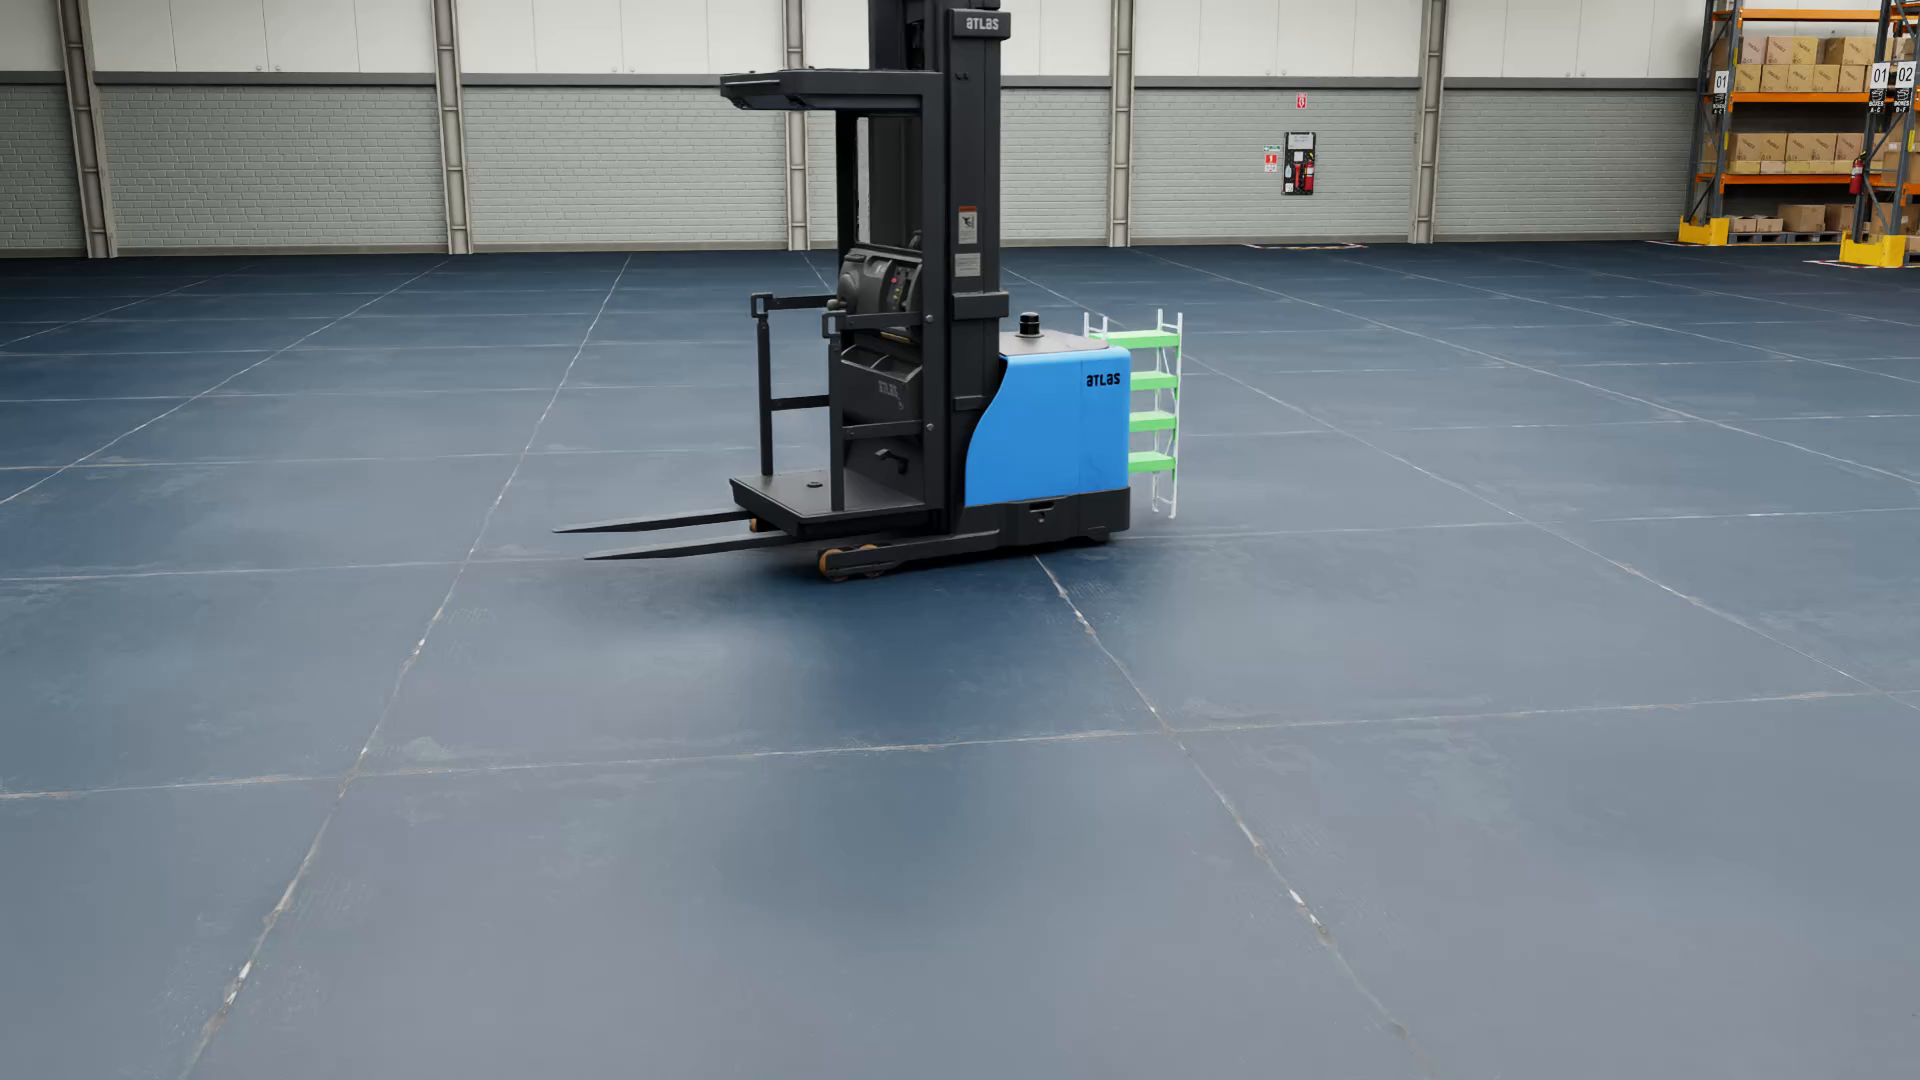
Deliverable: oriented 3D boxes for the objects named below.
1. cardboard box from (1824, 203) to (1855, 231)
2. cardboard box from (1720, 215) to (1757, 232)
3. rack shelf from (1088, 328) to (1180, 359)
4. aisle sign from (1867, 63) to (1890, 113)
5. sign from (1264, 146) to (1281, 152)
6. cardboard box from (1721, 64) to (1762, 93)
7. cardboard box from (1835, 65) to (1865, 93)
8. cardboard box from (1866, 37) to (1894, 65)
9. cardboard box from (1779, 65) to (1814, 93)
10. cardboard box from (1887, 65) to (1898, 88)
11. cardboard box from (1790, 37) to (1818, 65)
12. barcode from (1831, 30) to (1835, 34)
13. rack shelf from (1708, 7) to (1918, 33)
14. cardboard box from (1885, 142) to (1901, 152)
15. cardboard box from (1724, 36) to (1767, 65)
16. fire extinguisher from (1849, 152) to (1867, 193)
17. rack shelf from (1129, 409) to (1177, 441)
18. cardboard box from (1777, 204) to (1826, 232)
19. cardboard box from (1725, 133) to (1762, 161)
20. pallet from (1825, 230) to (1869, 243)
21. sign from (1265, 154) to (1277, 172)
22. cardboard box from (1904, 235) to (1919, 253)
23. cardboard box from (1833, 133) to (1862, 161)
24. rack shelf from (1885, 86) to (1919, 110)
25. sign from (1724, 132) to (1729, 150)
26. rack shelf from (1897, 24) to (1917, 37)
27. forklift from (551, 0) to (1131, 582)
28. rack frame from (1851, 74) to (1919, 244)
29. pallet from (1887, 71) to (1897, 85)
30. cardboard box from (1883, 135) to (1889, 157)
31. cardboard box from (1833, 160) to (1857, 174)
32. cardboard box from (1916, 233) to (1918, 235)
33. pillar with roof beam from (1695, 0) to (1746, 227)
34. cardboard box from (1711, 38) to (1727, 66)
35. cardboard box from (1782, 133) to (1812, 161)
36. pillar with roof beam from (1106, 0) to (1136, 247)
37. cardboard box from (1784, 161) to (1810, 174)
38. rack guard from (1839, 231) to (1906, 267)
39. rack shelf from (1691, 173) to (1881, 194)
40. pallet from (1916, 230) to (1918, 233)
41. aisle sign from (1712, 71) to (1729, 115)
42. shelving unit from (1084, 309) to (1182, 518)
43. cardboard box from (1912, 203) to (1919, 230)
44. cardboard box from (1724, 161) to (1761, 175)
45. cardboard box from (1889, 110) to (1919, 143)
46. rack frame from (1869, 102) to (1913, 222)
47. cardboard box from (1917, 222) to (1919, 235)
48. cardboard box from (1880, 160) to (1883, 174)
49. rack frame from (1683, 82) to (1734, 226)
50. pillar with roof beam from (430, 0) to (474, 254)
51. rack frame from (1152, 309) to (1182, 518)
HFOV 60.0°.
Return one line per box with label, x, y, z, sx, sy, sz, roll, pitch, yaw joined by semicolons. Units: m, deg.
cardboard box;17.219;-6.299;32.444;0.500;0.500;0.500;-3;14;-13
cardboard box;14.982;-6.113;32.091;0.500;0.311;0.500;-4;15;-15
rack shelf;0.989;-1.116;9.531;0.480;0.148;0.258;-6;15;-24
aisle sign;14.917;-7.338;27.009;0.004;0.787;0.394;-2;14;-8
sign;5.909;-7.413;31.490;0.331;0.109;0.001;-2;14;-8
cardboard box;14.652;-8.665;31.233;0.500;0.500;0.500;-2;14;-7
cardboard box;16.733;-8.736;31.515;0.500;0.500;0.500;-3;14;-11
cardboard box;17.241;-9.237;31.459;0.500;0.500;0.500;-1;14;-5
cardboard box;15.701;-8.696;31.356;0.500;0.500;0.500;-1;14;-6
cardboard box;17.775;-8.780;31.692;0.500;0.500;0.500;-2;14;-7
cardboard box;15.710;-9.181;31.235;0.500;0.500;0.500;-2;14;-7
barcode;16.801;-9.775;31.998;0.075;0.075;0.001;-2;14;-8
rack shelf;16.262;-9.832;31.451;4.000;0.370;1.077;-2;14;-8
cardboard box;15.375;-6.432;27.200;0.250;0.149;0.380;-2;14;-9
cardboard box;14.701;-9.154;31.126;0.500;0.500;0.500;-3;14;-12
fire extinguisher;14.840;-6.079;27.491;0.183;0.674;0.296;-2;14;-8
rack shelf;0.988;-0.650;9.647;0.480;0.148;0.258;-6;15;-24
cardboard box;16.279;-6.240;32.209;0.500;0.500;0.700;-3;14;-12
cardboard box;14.801;-7.446;31.510;0.500;0.500;0.500;-2;14;-8
pallet;17.581;-5.960;32.590;1.213;0.211;1.003;-2;14;-8
sign;5.903;-7.158;31.562;0.234;0.329;0.001;-2;14;-8
cardboard box;15.589;-4.845;27.201;0.500;0.250;0.500;-2;14;-8
cardboard box;16.826;-7.519;31.802;0.500;0.500;0.500;-3;14;-10
rack shelf;17.004;-7.187;27.065;4.000;0.370;1.077;-2;14;-8
sign;14.365;-7.490;31.179;0.005;0.325;0.100;-2;14;-8
rack shelf;20.217;-9.785;32.078;4.000;0.370;1.077;-2;14;-8
forklift;-0.607;-1.356;8.643;3.031;2.935;1.130;-7;16;-26
rack frame;15.026;-6.009;27.053;0.127;3.000;1.000;-2;14;-8
pallet;15.729;-7.440;26.777;1.213;0.211;1.003;-2;14;-8
cardboard box;17.818;-7.554;31.942;0.500;0.500;0.500;-2;14;-8
cardboard box;16.828;-7.154;31.887;0.500;0.250;0.500;-2;14;-9
cardboard box;16.005;-4.990;27.782;0.500;0.250;0.500;-2;14;-8
pillar with roof beam;15.489;-9.308;27.876;0.400;9.000;9.100;-2;14;-8
cardboard box;14.672;-9.277;31.616;0.500;0.500;0.500;-1;14;-6
cardboard box;15.803;-7.479;31.640;0.500;0.500;0.500;-3;14;-10
pillar with roof beam;3.623;-8.873;26.142;0.400;9.000;9.100;-2;14;-8
cardboard box;15.830;-7.118;31.743;0.500;0.250;0.500;-2;14;-9
rack guard;15.002;-4.795;27.354;0.348;0.500;1.175;-2;14;-8
rack shelf;16.262;-6.924;32.181;4.000;0.370;1.077;-2;14;-8
pallet;19.009;-6.021;32.835;1.213;0.211;1.003;-2;14;-8
aisle sign;14.258;-8.386;31.190;0.004;0.787;0.394;-2;14;-8
shelving unit;0.988;-0.712;9.632;0.503;1.200;0.258;-6;15;-24
cardboard box;18.965;-6.377;32.755;0.500;0.500;0.700;-2;14;-6
cardboard box;14.814;-7.078;31.586;0.500;0.250;0.500;-3;14;-10
cardboard box;15.542;-6.702;26.946;0.500;0.500;0.700;-2;14;-8
rack frame;18.240;-7.345;32.382;0.127;3.000;1.000;-2;14;-8
cardboard box;16.084;-5.227;27.184;0.500;0.500;0.500;-2;14;-8
cardboard box;17.816;-7.192;32.039;0.500;0.250;0.500;-2;14;-8
rack frame;14.284;-7.200;31.804;0.127;3.000;1.000;-2;14;-8
pillar with roof beam;-8.243;-8.438;24.408;0.400;9.000;9.100;-2;14;-8
rack frame;1.211;-0.736;9.730;0.015;1.200;0.240;-6;15;-24
